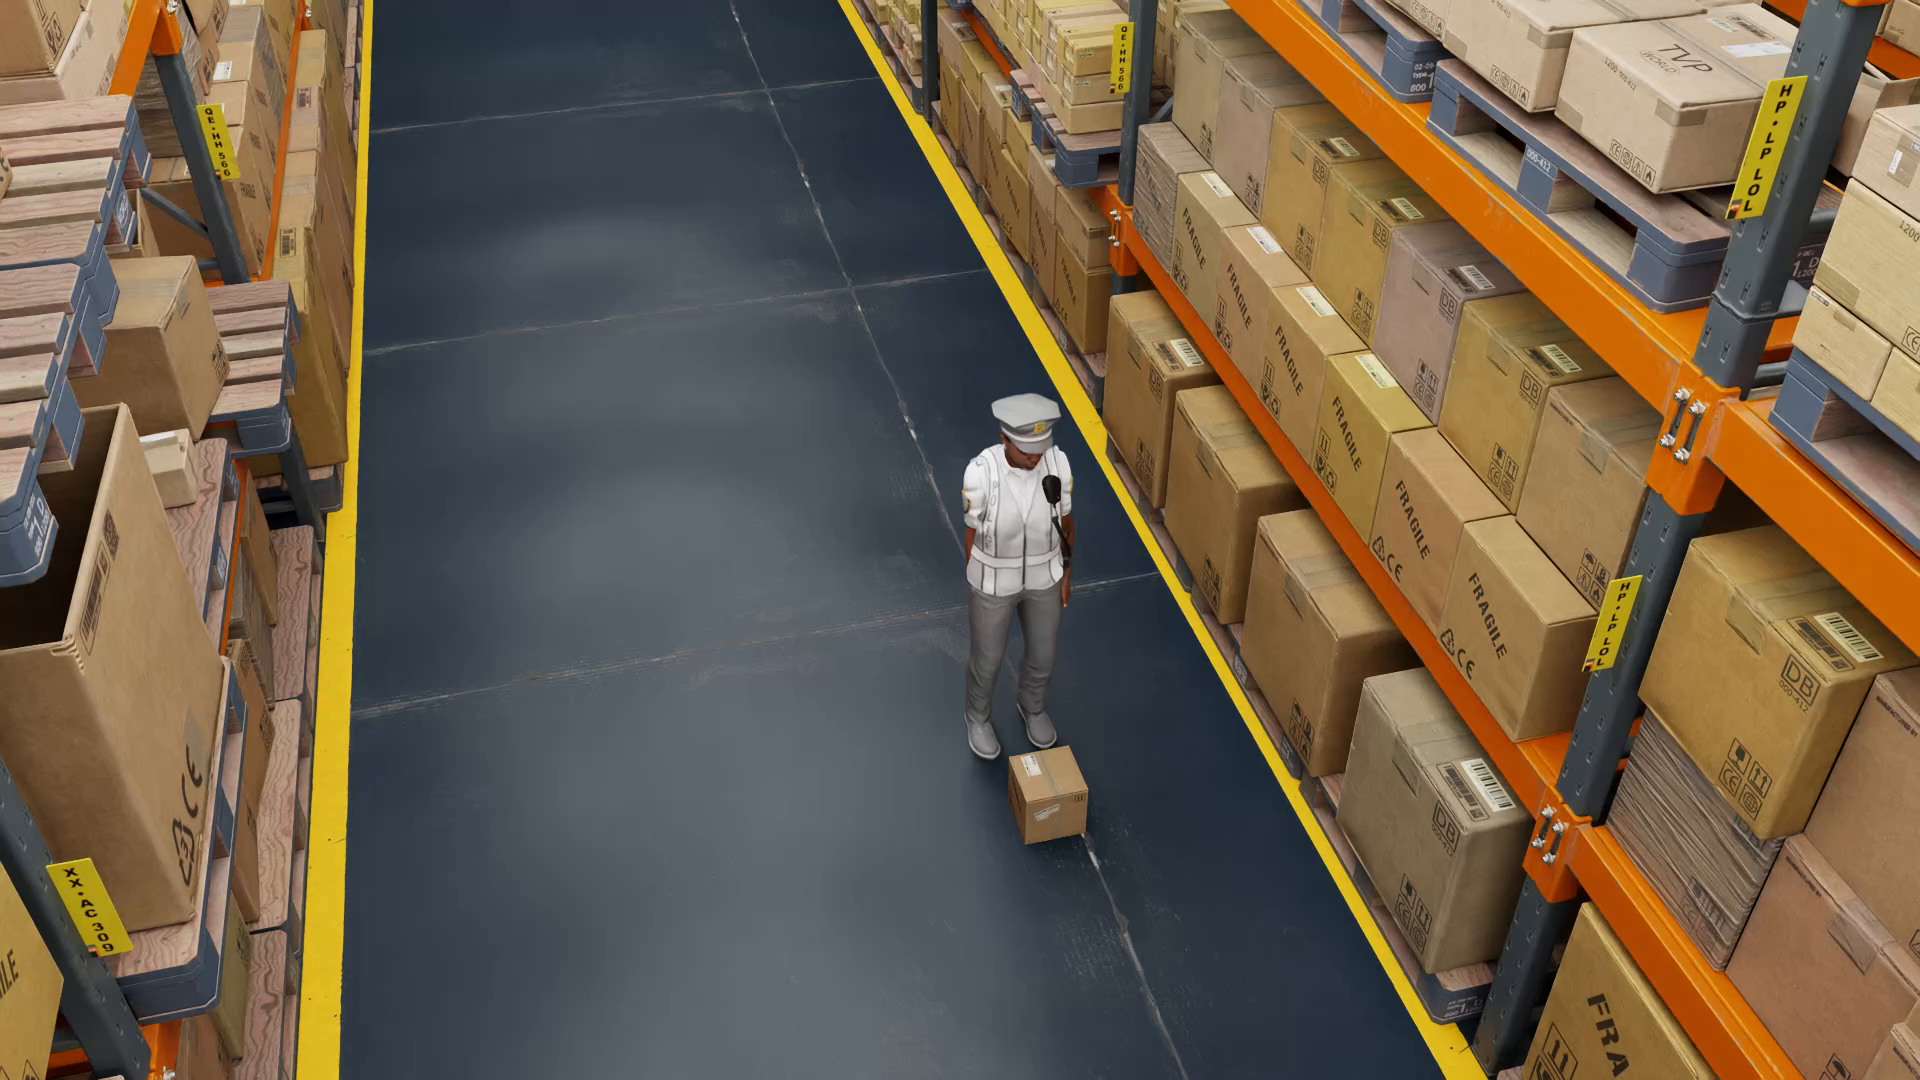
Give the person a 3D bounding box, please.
[{"bbox_3d":[0.234,0.158,6.522,0.439,1.659,0.341,-9,39,-11],"label":"person"}]
